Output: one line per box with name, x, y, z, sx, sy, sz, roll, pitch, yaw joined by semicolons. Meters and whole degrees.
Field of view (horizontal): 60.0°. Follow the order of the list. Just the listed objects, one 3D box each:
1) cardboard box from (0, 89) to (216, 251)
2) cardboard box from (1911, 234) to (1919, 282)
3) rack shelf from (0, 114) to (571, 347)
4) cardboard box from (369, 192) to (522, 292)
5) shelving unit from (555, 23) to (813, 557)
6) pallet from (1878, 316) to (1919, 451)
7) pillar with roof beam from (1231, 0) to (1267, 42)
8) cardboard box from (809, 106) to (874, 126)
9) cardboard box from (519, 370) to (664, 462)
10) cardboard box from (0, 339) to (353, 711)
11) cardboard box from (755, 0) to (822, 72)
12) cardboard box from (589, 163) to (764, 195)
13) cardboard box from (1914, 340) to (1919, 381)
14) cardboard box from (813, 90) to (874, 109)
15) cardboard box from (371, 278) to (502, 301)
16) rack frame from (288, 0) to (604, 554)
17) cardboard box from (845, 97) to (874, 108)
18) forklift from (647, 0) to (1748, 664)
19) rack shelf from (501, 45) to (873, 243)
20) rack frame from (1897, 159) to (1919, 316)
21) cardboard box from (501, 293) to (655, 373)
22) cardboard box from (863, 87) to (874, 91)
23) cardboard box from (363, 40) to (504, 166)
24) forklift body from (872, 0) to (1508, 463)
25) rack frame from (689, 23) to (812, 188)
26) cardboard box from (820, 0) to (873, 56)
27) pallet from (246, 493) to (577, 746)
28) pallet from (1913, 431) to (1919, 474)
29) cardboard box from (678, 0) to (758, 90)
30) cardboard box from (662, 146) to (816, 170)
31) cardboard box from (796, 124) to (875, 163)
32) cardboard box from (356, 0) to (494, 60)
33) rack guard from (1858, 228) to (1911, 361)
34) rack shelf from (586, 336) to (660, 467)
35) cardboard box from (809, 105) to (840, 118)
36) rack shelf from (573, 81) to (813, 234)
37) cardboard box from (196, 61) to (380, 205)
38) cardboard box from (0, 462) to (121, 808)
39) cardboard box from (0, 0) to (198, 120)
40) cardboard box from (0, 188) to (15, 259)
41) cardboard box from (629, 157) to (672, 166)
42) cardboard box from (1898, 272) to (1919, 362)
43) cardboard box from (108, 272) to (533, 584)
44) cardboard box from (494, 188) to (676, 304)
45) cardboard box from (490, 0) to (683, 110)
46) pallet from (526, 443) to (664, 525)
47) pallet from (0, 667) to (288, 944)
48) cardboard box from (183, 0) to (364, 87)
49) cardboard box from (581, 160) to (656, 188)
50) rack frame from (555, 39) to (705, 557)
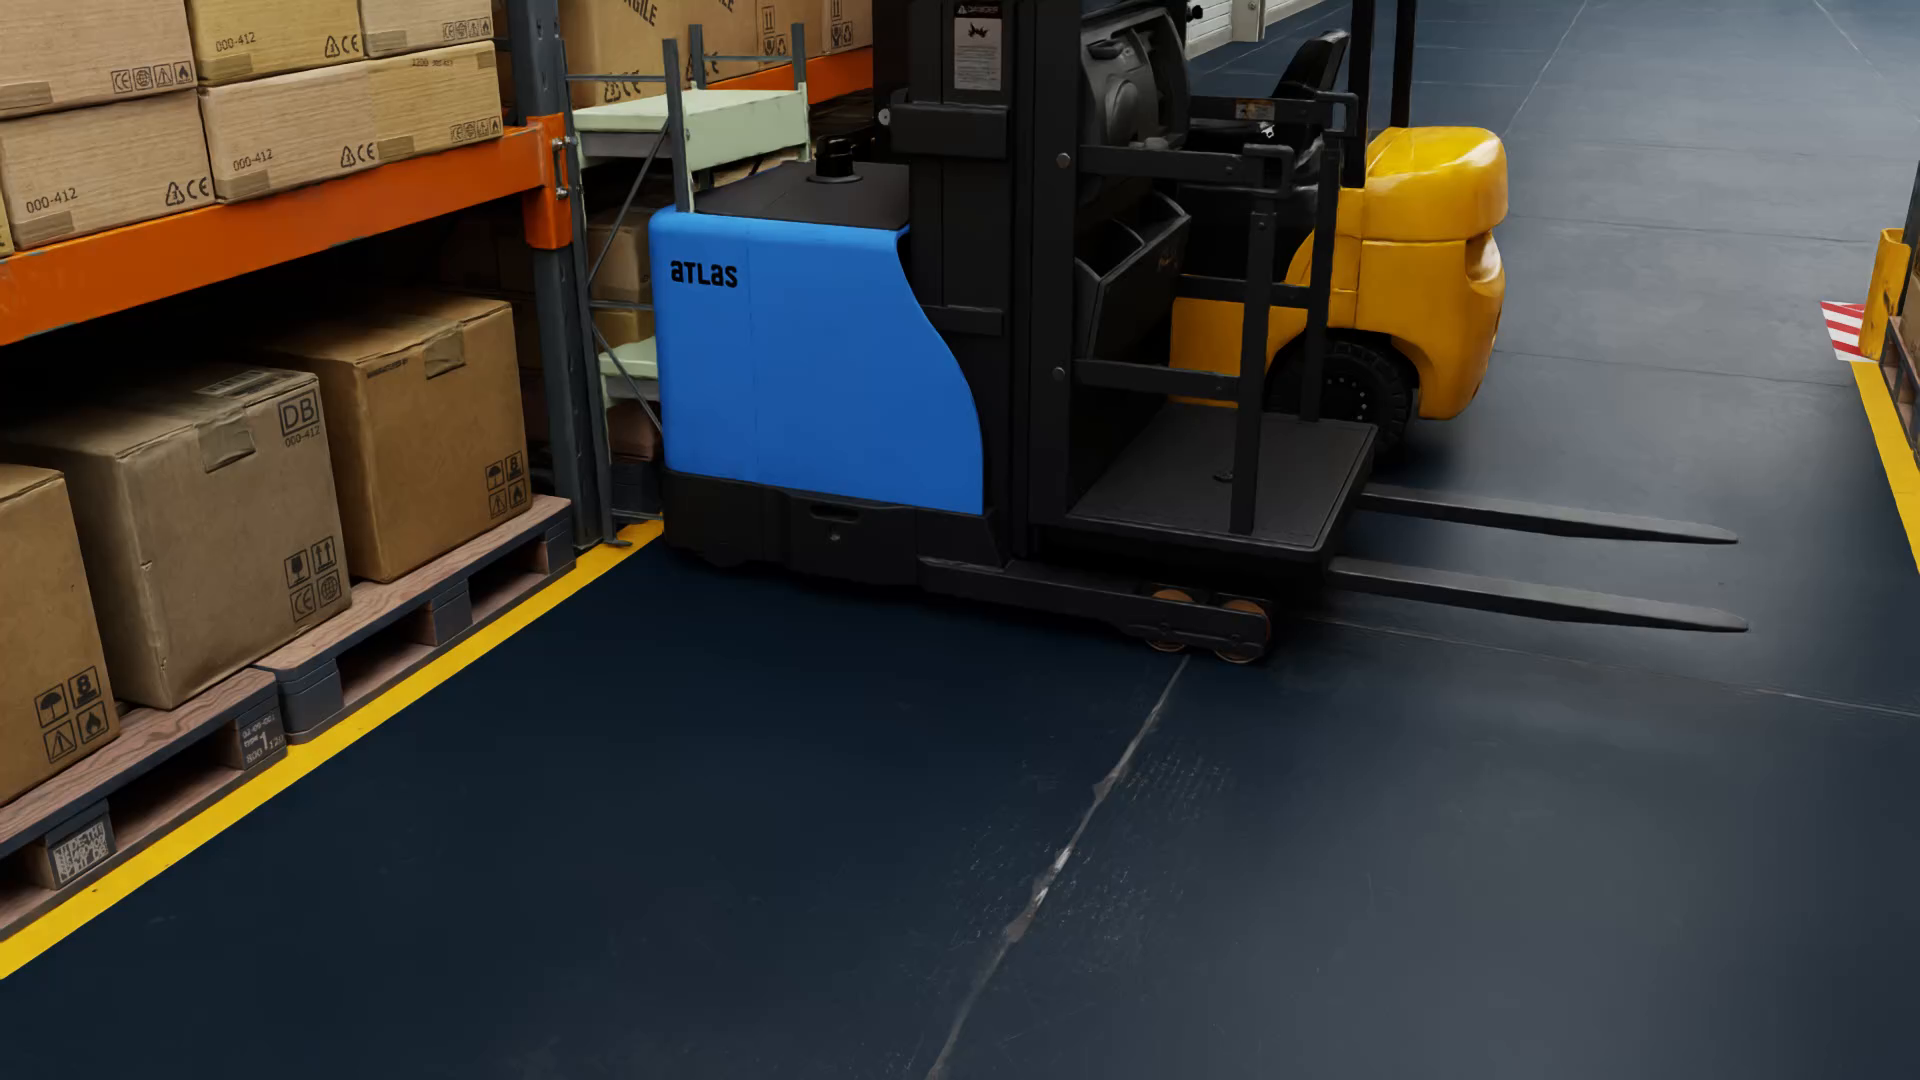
cardboard box;-1.944;-0.795;3.455;0.500;0.250;0.500;9;24;20
cardboard box;3.925;-1.171;6.212;0.500;0.500;0.500;8;24;18
rack shelf;-2.348;-0.388;3.221;1.077;0.370;4.000;9;24;20
cardboard box;-1.602;-1.026;5.540;0.500;0.250;0.500;9;24;21
shelving unit;-0.793;-0.794;5.152;0.431;1.500;0.755;7;22;22
pallet;4.127;-0.558;6.313;1.003;0.211;1.213;9;24;20
pillar with roof beam;7.239;-9.193;15.584;9.100;9.000;0.400;9;24;20
cardboard box;-0.364;-1.679;7.102;0.500;0.250;0.500;9;24;21
cardboard box;-1.118;-0.486;5.545;0.500;0.250;0.500;9;24;21
cardboard box;-2.084;-0.069;4.059;0.875;0.625;0.625;9;24;20
cardboard box;-0.833;-1.973;5.953;0.500;0.500;0.500;9;24;20
cardboard box;-0.935;-1.132;5.793;0.500;0.250;0.500;9;24;20
cardboard box;3.737;-0.652;5.942;0.500;0.250;0.500;10;25;22
cardboard box;-0.656;-1.929;7.702;0.500;0.250;0.500;9;24;20
cardboard box;-1.615;-0.795;5.635;0.500;0.250;0.500;8;24;19
rack frame;-1.606;-1.436;4.795;1.000;3.000;0.127;9;24;20
cardboard box;-0.185;-1.861;7.538;0.500;0.250;0.500;9;24;21
forklift;0.668;-1.253;4.447;3.031;2.935;1.130;8;24;19
rack shelf;-0.863;-1.819;6.648;1.077;0.370;4.000;9;24;20
rack frame;4.490;-2.158;6.524;1.000;3.000;0.127;9;24;20
cardboard box;-1.139;-0.720;5.457;0.500;0.250;0.500;9;24;20
cardboard box;-0.474;-2.109;8.132;0.500;0.250;0.500;8;24;19
cardboard box;-1.550;-1.149;4.303;0.500;0.250;0.500;9;24;21
forklift body;0.870;-1.536;6.136;2.313;2.155;1.214;9;24;20
rack frame;-0.650;-0.914;5.467;0.400;1.500;0.023;7;22;22
cardboard box;-0.627;-2.150;6.377;0.500;0.500;0.500;9;24;20
pallet;-1.843;0.120;4.688;1.003;0.211;1.213;9;24;20
pallet;3.673;-0.123;5.271;1.003;0.211;1.213;9;24;20
cardboard box;-1.020;-1.792;5.519;0.500;0.500;0.500;9;24;21
cardboard box;-0.761;-1.312;6.223;0.500;0.250;0.500;10;25;22
cardboard box;-0.559;-1.498;6.671;0.500;0.250;0.500;8;24;19
cardboard box;-1.551;-1.385;4.220;0.500;0.250;0.500;8;24;19
rack guard;4.462;-0.977;6.941;1.175;0.500;0.348;9;24;20
rack shelf;-0.784;-0.488;5.263;0.431;0.370;0.720;7;22;22
cardboard box;-0.852;-1.752;7.278;0.500;0.250;0.500;9;24;20
rack shelf;-0.804;-1.161;5.018;0.431;0.370;0.720;7;22;22
cardboard box;-1.731;-0.968;3.870;0.500;0.250;0.500;9;24;20
cardboard box;-2.362;0.200;3.414;0.875;0.625;0.625;8;24;18
cardboard box;-1.930;-1.018;3.341;0.500;0.250;0.500;9;24;21
cardboard box;-2.129;-0.609;3.011;0.500;0.250;0.500;10;25;22
cardboard box;-1.228;-1.388;6.408;0.500;0.250;0.500;9;24;20
cardboard box;3.934;-0.834;6.377;0.500;0.250;0.500;9;24;20
cardboard box;-1.789;-0.345;4.721;0.875;0.625;0.625;10;25;22
cardboard box;-1.135;-0.950;5.359;0.500;0.250;0.500;8;24;19
cardboard box;-1.198;-1.603;5.067;0.500;0.500;0.500;8;24;19
pallet;-1.271;-0.428;6.000;1.003;0.211;1.213;9;24;20
pallet;-2.295;0.558;3.640;1.003;0.211;1.213;9;24;20
cardboard box;-1.735;-1.200;3.776;0.500;0.250;0.500;8;24;19
cardboard box;-1.428;-1.209;5.979;0.500;0.250;0.500;8;24;19
rack frame;-0.935;-0.675;4.836;0.400;1.500;0.023;7;22;22
